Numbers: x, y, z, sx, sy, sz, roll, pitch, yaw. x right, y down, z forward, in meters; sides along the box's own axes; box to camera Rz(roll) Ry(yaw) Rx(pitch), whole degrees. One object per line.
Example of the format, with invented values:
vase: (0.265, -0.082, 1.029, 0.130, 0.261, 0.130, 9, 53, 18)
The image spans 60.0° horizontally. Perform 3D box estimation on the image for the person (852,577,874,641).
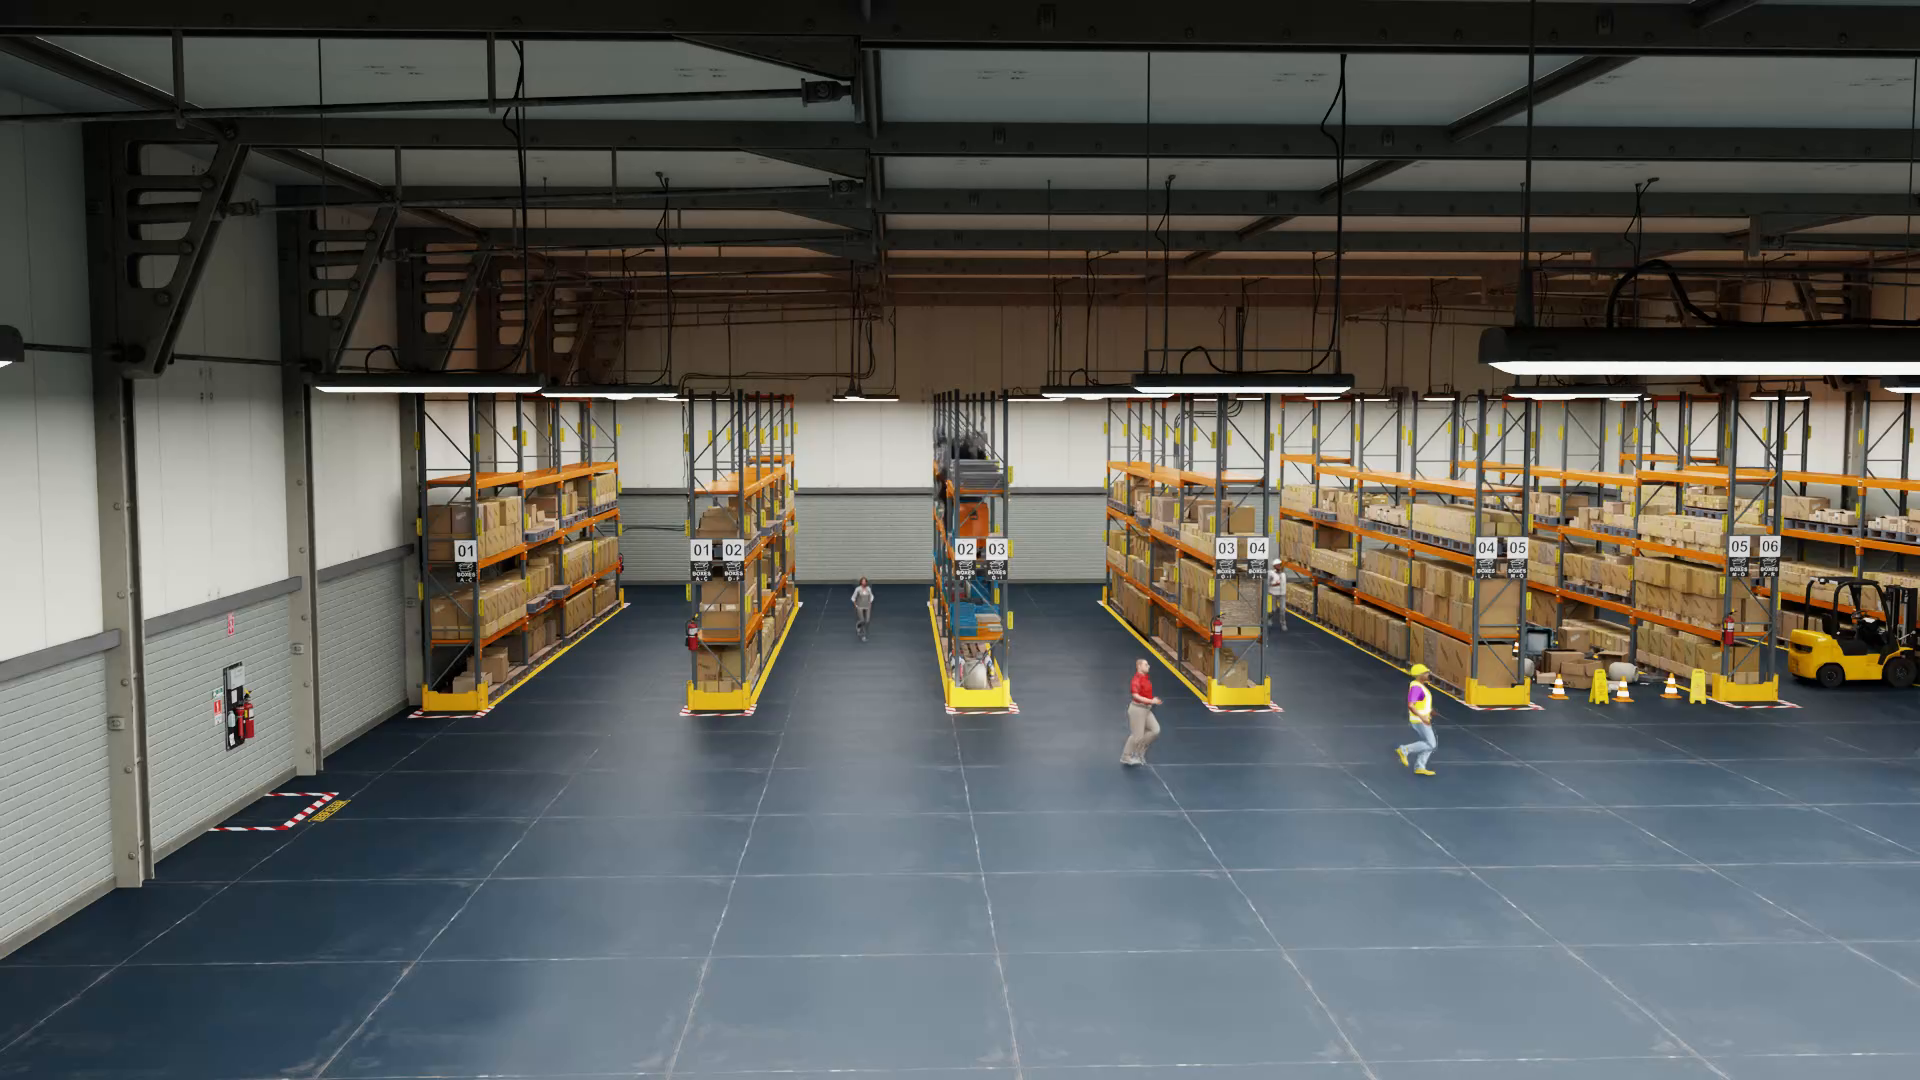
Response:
person: (-2.336, 1.672, 40.257, 0.536, 1.555, 0.545, -1, 5, -17)

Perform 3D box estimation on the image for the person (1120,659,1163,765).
person: (2.900, 2.743, 26.275, 0.702, 1.760, 0.693, 2, 5, 25)

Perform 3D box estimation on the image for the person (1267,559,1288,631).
person: (8.050, 1.373, 42.194, 0.657, 1.776, 0.950, -1, 5, -14)

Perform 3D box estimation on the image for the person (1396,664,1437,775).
person: (7.069, 2.772, 25.709, 0.589, 1.721, 0.702, 2, 5, 18)
